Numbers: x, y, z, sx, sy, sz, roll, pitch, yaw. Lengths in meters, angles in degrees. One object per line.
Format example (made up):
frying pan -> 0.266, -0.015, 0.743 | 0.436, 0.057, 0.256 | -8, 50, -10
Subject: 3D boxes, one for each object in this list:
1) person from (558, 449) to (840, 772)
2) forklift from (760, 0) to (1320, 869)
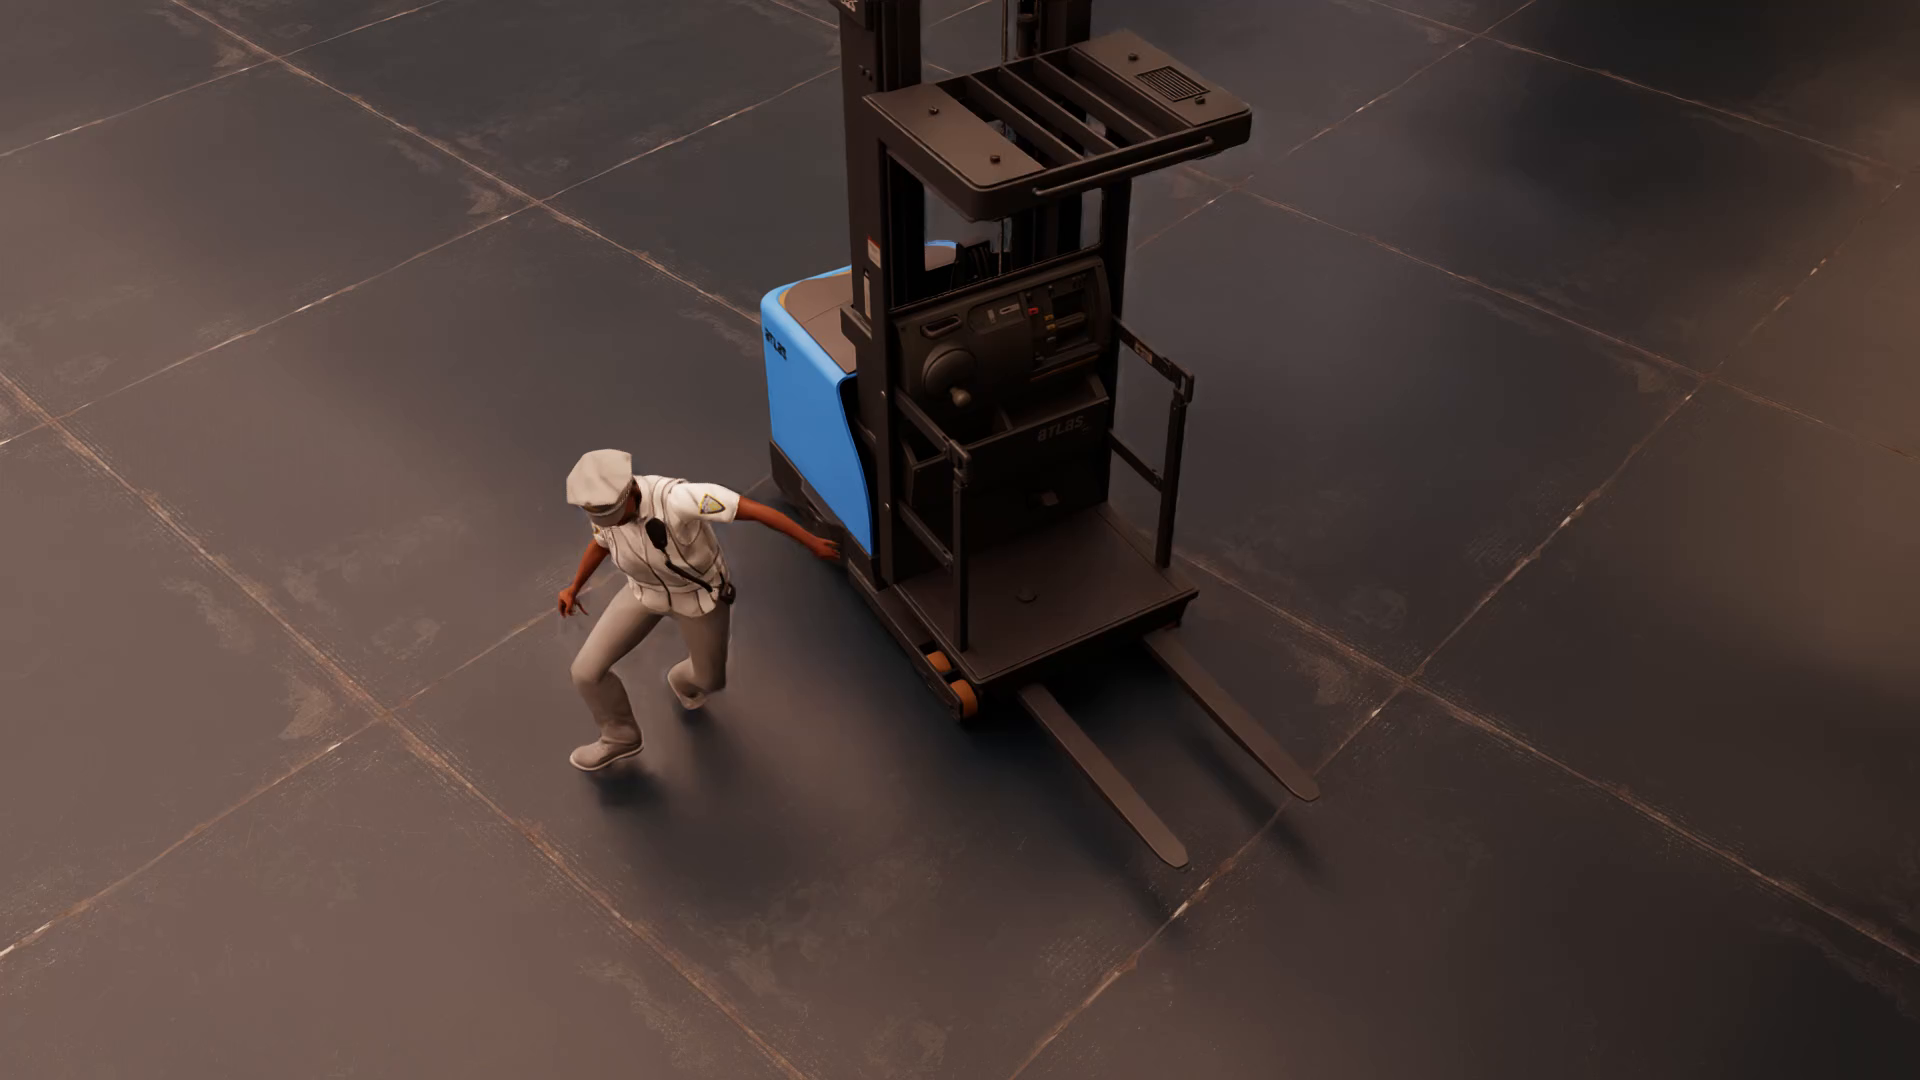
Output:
person -> -1.001, 0.262, 6.280 | 1.116, 1.580, 0.641 | 6, 41, 7
forklift -> 0.291, -0.722, 6.270 | 1.130, 2.935, 3.031 | -21, 45, -23
